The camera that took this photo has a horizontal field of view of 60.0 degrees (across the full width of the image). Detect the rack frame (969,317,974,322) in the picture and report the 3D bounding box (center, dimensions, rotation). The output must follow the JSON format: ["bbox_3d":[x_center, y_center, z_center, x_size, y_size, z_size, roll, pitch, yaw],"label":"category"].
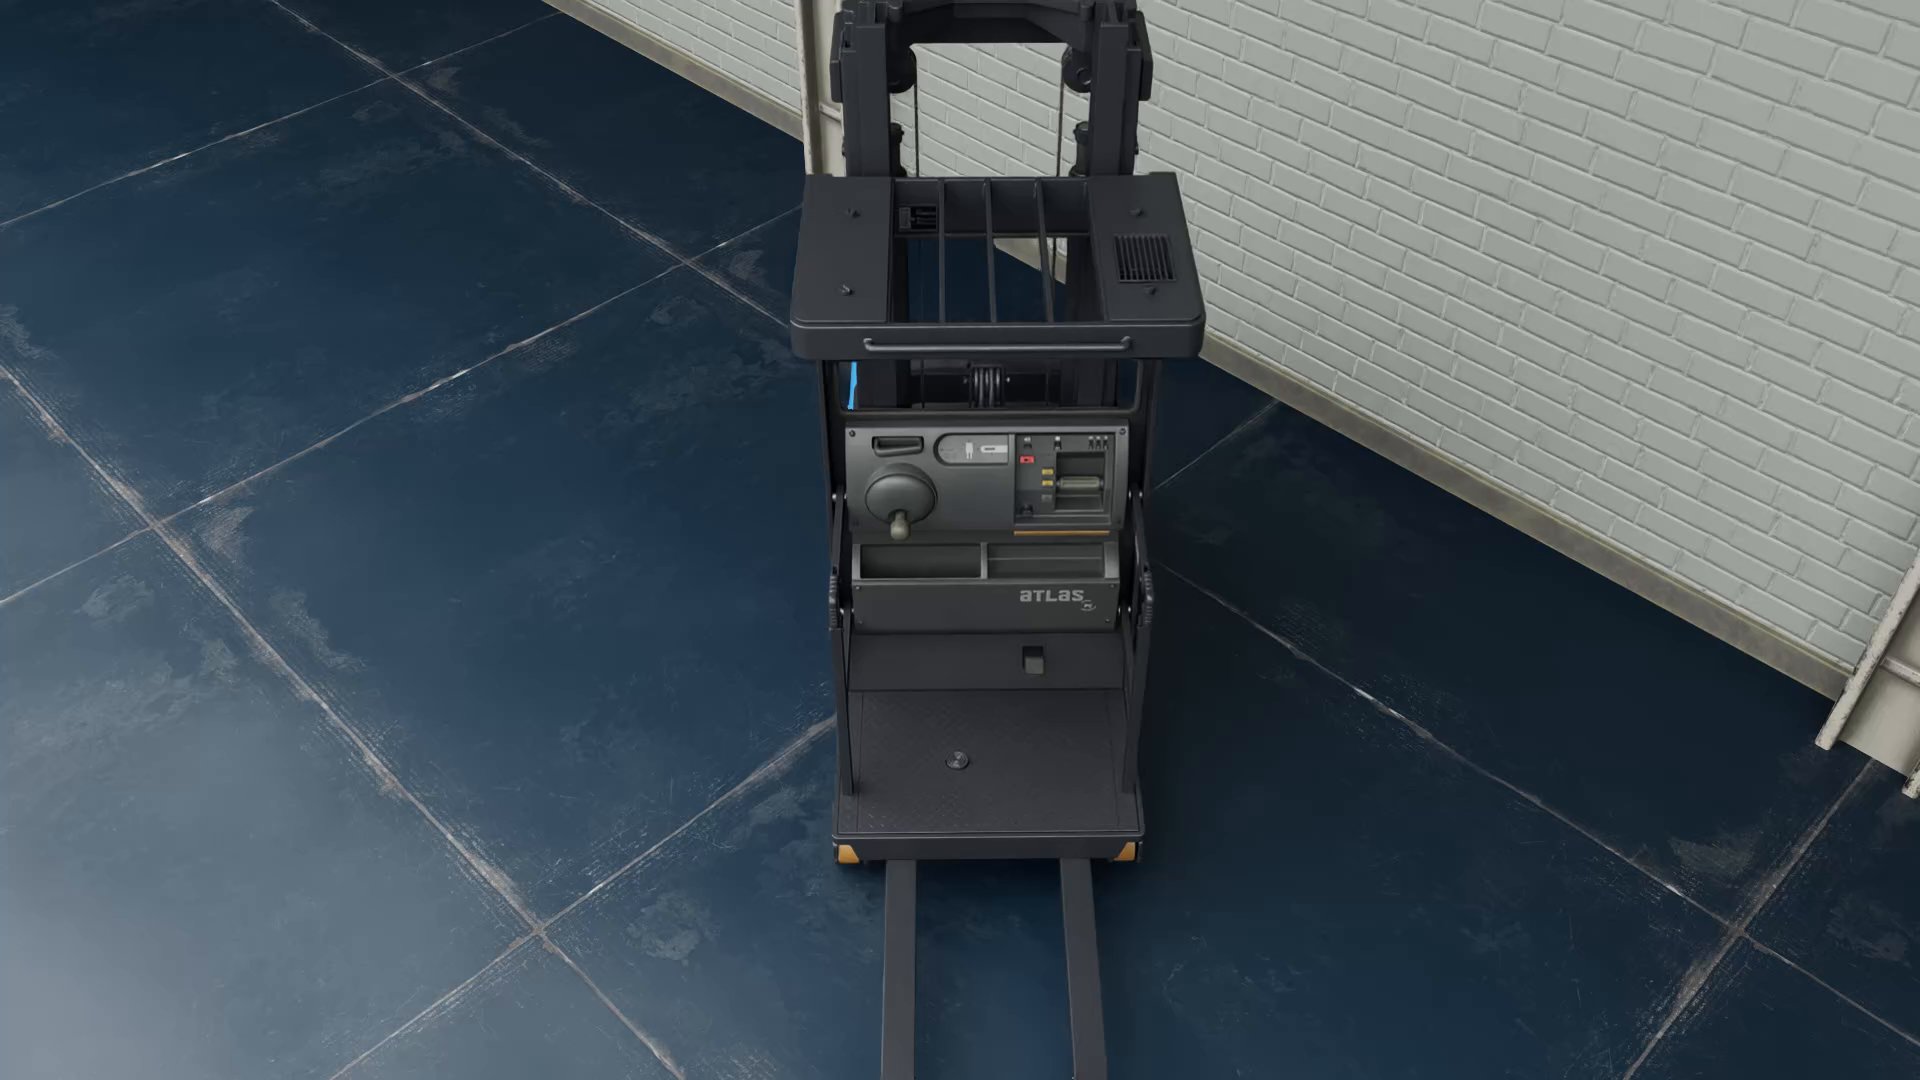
[{"bbox_3d":[-0.039,-0.568,7.318,0.240,0.900,0.006,-28,50,-27],"label":"rack frame"}]

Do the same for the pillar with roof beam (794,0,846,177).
[{"bbox_3d":[-3.694,-3.309,4.318,9.100,9.000,0.400,-34,53,-31],"label":"pillar with roof beam"}]

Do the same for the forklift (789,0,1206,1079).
[{"bbox_3d":[0.094,-0.113,5.330,1.130,2.935,3.031,0,43,0],"label":"forklift"}]

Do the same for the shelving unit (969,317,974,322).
[{"bbox_3d":[0.024,-0.513,7.260,0.258,0.900,0.210,-28,50,-27],"label":"shelving unit"}]

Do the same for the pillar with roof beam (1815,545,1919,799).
[{"bbox_3d":[0.543,-0.426,1.198,9.100,9.000,0.400,-34,53,-31],"label":"pillar with roof beam"}]
